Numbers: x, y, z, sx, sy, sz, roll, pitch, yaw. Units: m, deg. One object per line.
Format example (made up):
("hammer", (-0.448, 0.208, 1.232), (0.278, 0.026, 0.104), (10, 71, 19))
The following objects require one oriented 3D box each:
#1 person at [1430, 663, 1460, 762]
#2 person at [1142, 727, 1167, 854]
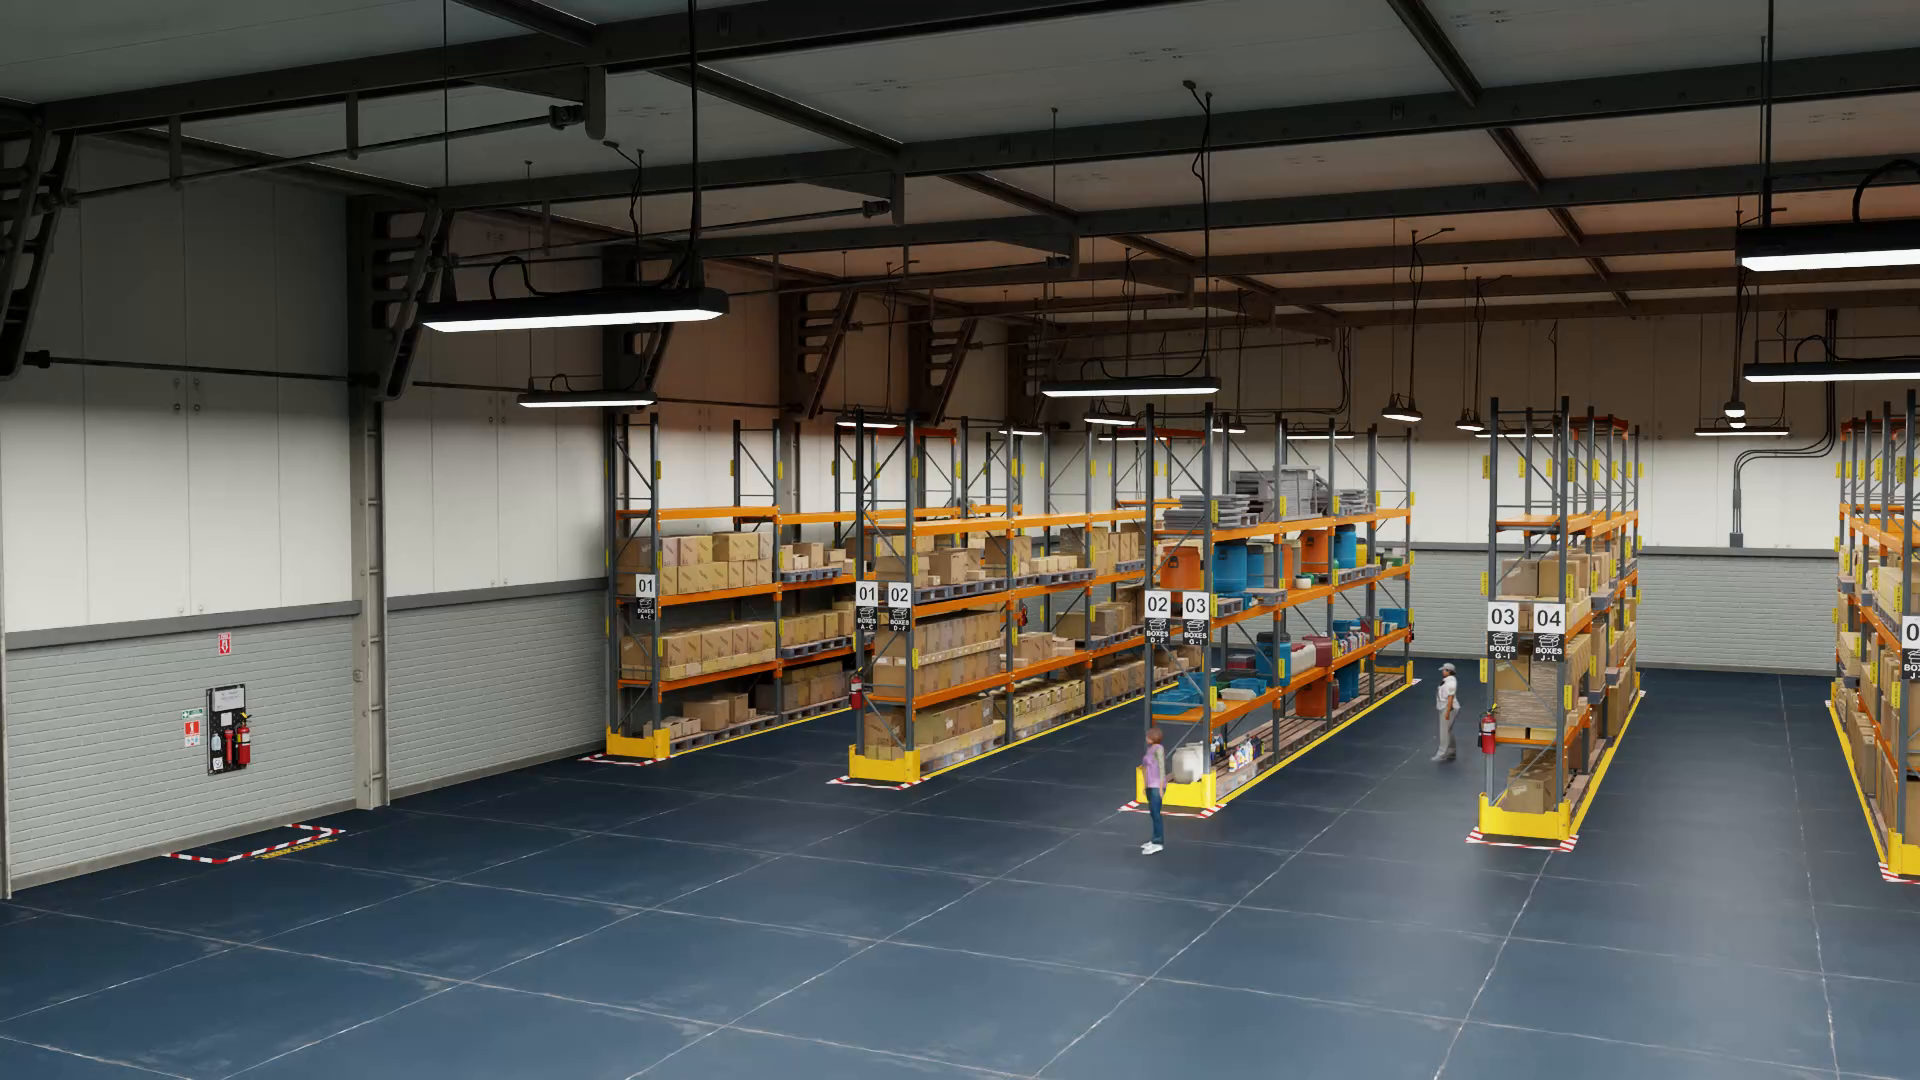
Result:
("person", (8.355, 2.963, 28.754), (0.553, 1.664, 0.531), (0, 2, -1))
("person", (2.532, 3.281, 21.895), (0.385, 1.612, 0.500), (0, 2, -11))
